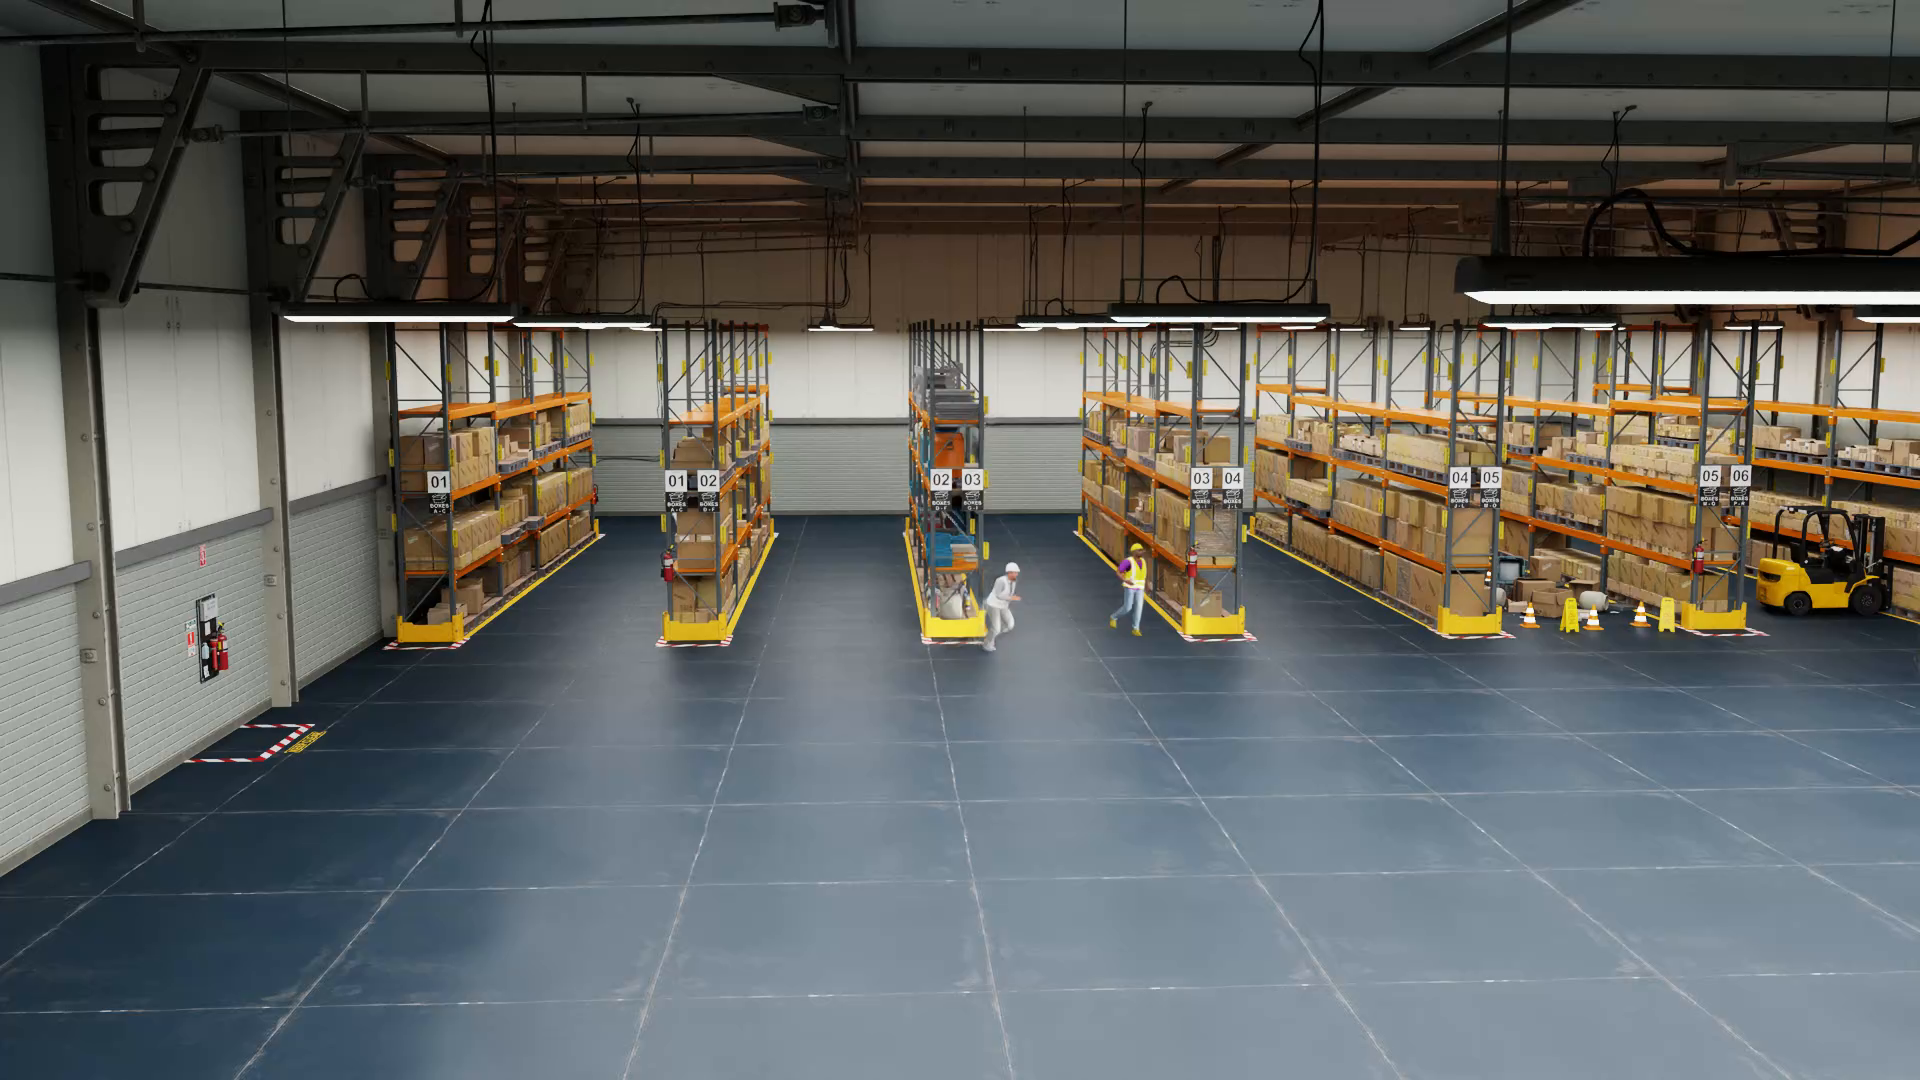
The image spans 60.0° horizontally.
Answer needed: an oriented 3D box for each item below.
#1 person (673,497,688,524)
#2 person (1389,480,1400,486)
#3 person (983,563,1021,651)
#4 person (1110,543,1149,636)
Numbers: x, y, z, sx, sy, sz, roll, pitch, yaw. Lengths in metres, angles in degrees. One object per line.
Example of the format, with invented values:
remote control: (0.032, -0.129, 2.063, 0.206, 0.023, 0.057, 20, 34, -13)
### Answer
person: (-7.064, -0.362, 42.591, 0.593, 1.749, 0.739, -1, 7, -10)
person: (12.893, -1.251, 49.493, 0.928, 1.790, 0.724, 1, 7, 4)
person: (0.796, 1.204, 30.106, 0.837, 1.635, 0.679, 5, 8, 33)
person: (3.356, 0.927, 31.879, 0.765, 1.724, 0.921, -4, 8, -30)
